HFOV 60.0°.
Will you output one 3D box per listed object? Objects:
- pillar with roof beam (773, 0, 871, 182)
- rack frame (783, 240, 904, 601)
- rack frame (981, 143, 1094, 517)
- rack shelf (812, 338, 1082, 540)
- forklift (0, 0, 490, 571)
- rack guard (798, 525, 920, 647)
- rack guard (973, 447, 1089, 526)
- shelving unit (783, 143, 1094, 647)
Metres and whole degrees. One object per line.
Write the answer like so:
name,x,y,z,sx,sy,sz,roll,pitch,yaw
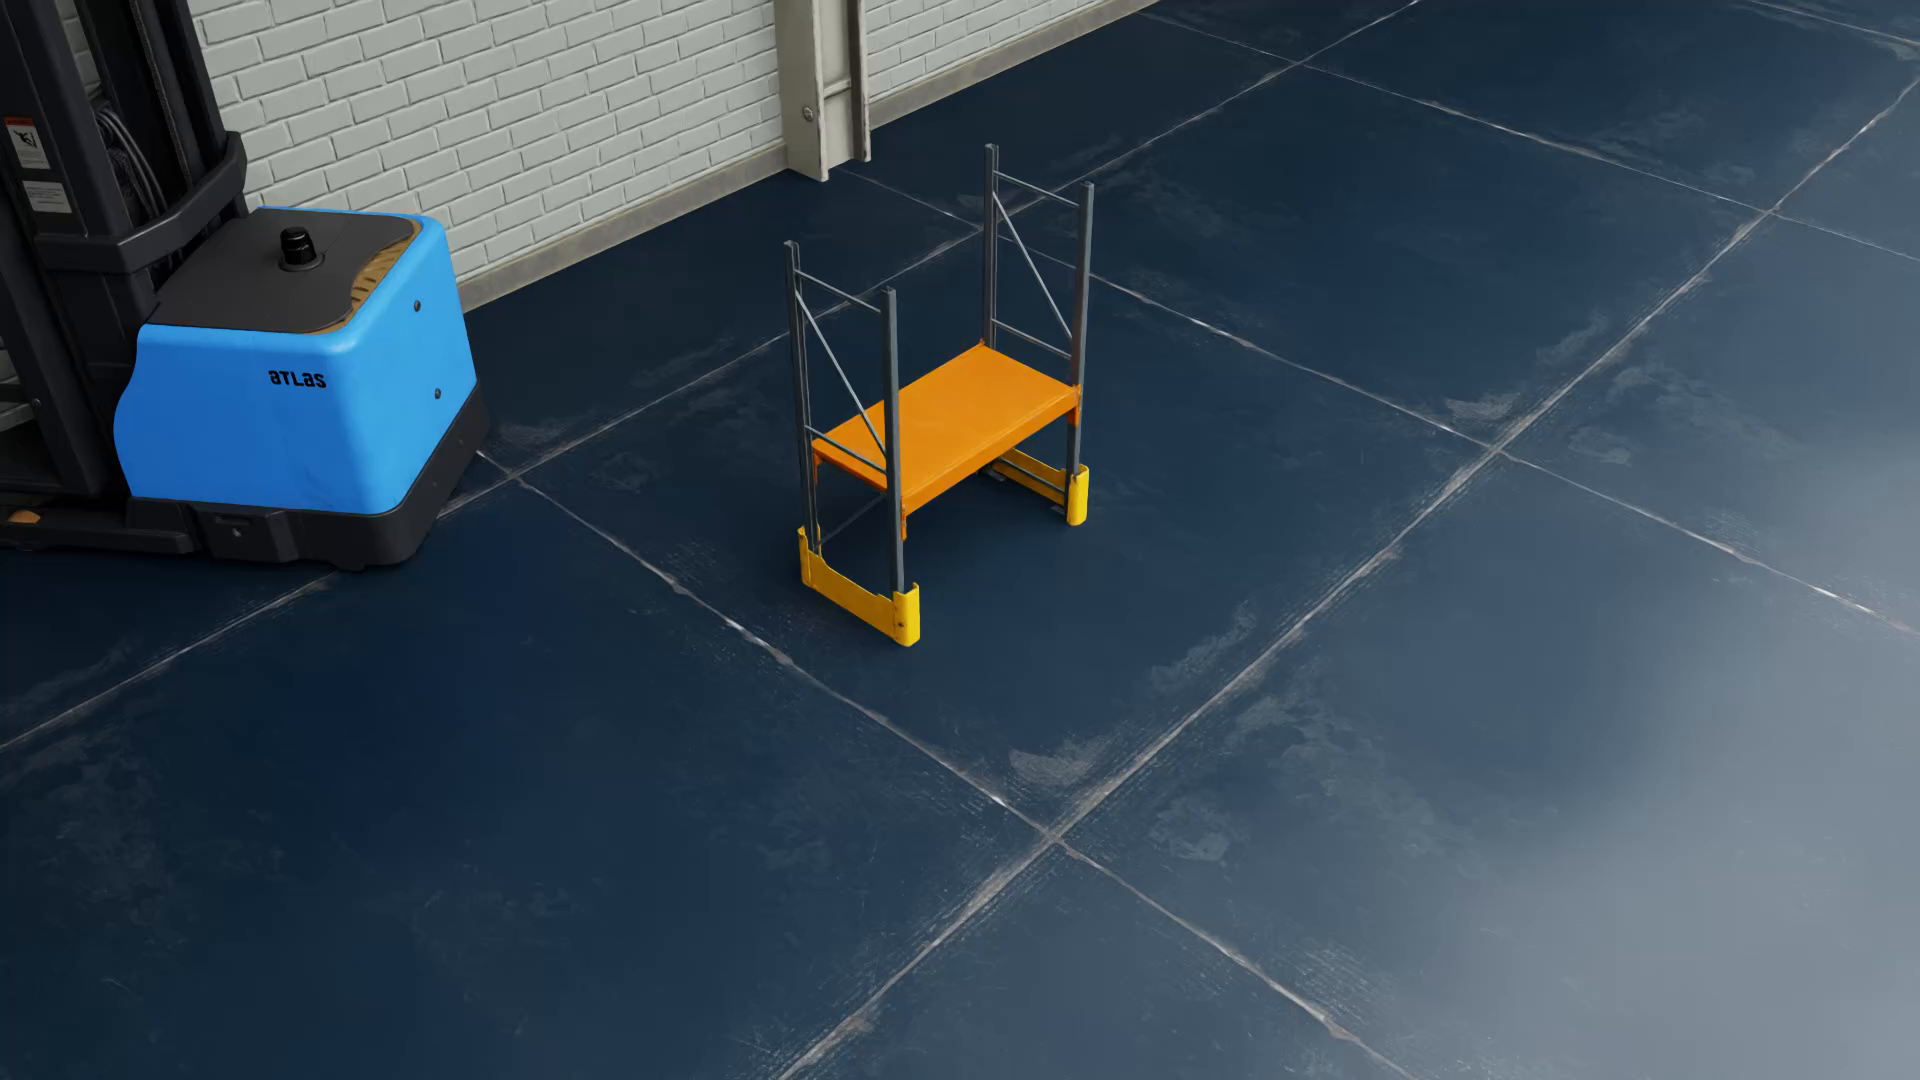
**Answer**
pillar with roof beam,2.429,-3.861,4.375,9.100,9.000,0.400,30,47,32
rack frame,-0.400,-0.314,5.940,0.500,1.500,0.032,30,47,32
rack frame,0.285,-0.781,6.528,0.500,1.500,0.032,30,47,32
rack shelf,-0.058,-0.407,6.346,0.538,0.185,1.000,30,47,32
forklift,-3.603,-1.423,6.185,3.031,2.935,1.130,4,39,5
rack guard,-0.387,0.166,6.340,0.587,0.250,0.087,30,47,32
rack guard,0.285,-0.292,6.916,0.587,0.250,0.087,30,47,32
shelving unit,-0.051,-0.552,6.239,0.587,1.500,1.083,30,47,32
